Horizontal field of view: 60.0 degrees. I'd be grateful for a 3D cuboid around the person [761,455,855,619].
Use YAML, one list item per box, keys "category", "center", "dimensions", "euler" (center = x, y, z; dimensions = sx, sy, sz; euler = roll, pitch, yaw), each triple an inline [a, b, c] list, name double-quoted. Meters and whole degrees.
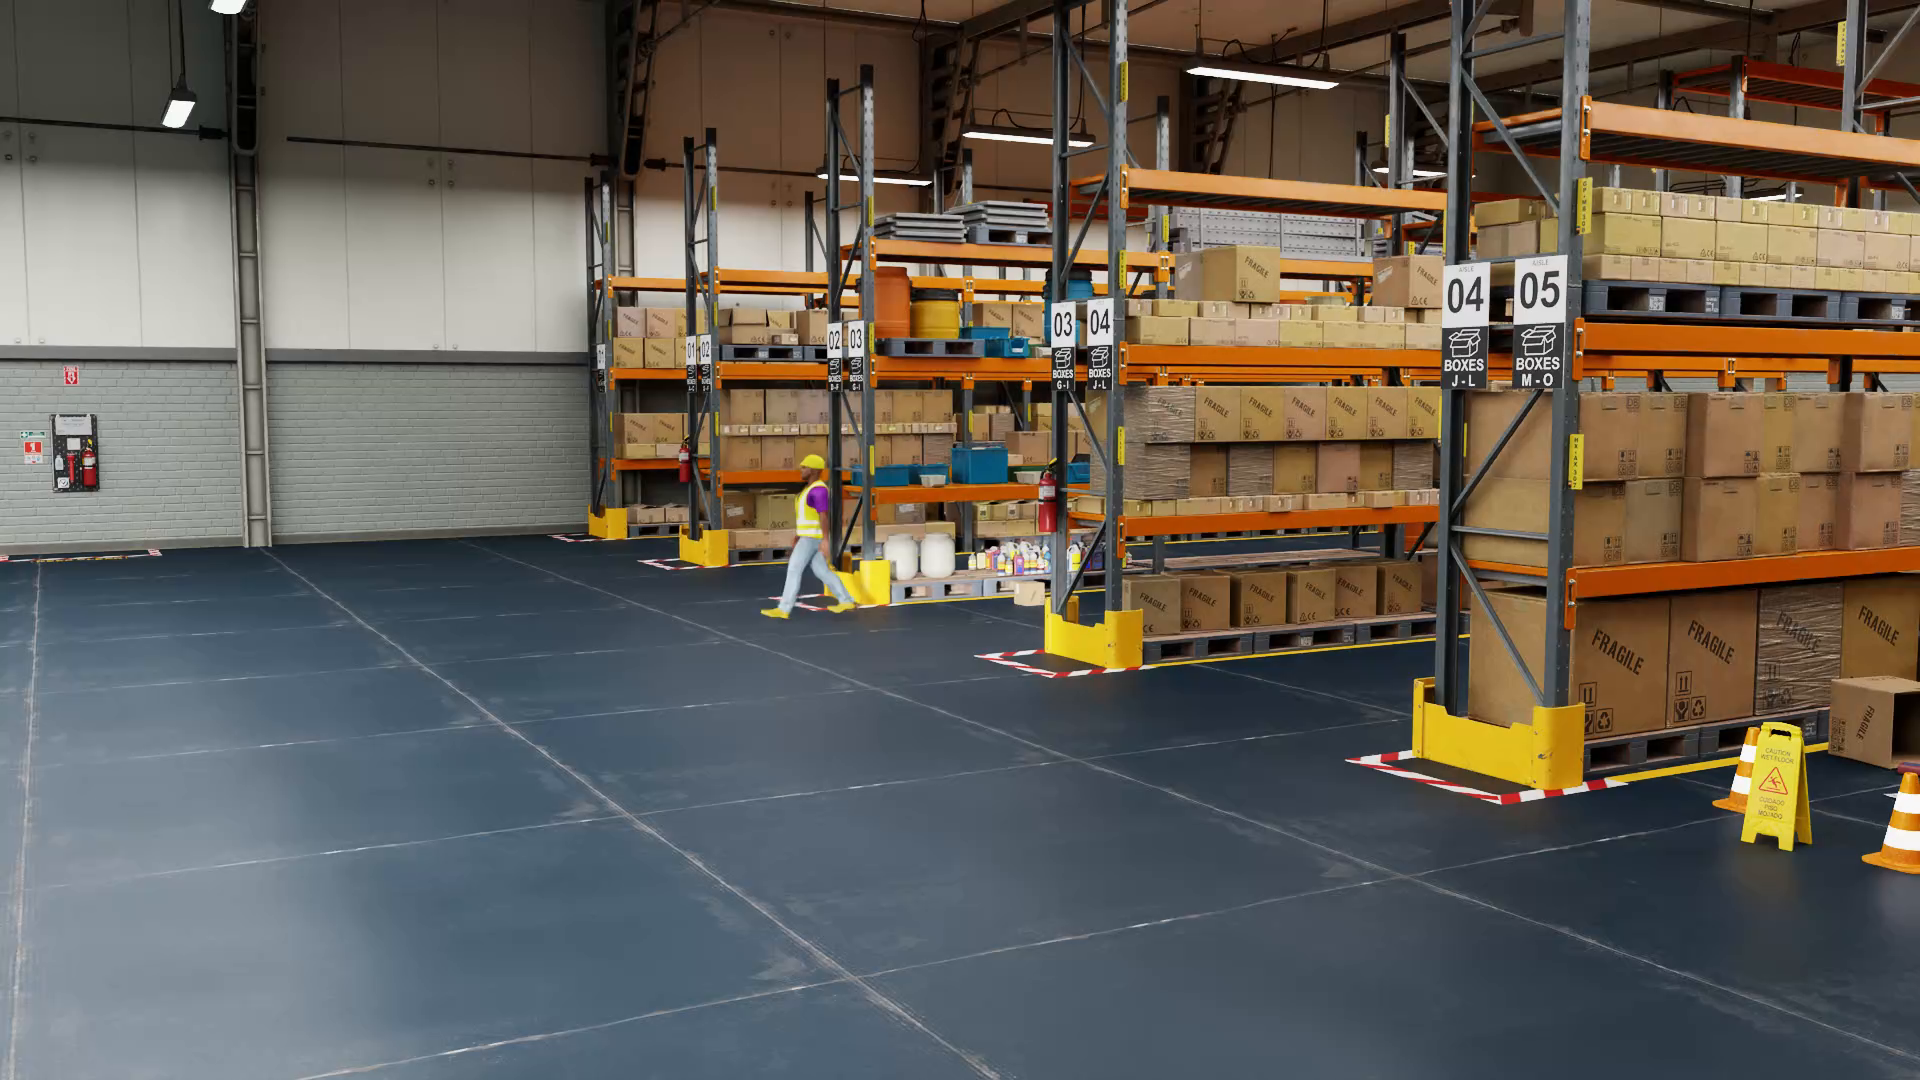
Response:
- category: "person"
  center: [-1.616, -0.039, 17.603]
  dimensions: [1.015, 1.726, 0.612]
  euler: [-1, 5, -10]
